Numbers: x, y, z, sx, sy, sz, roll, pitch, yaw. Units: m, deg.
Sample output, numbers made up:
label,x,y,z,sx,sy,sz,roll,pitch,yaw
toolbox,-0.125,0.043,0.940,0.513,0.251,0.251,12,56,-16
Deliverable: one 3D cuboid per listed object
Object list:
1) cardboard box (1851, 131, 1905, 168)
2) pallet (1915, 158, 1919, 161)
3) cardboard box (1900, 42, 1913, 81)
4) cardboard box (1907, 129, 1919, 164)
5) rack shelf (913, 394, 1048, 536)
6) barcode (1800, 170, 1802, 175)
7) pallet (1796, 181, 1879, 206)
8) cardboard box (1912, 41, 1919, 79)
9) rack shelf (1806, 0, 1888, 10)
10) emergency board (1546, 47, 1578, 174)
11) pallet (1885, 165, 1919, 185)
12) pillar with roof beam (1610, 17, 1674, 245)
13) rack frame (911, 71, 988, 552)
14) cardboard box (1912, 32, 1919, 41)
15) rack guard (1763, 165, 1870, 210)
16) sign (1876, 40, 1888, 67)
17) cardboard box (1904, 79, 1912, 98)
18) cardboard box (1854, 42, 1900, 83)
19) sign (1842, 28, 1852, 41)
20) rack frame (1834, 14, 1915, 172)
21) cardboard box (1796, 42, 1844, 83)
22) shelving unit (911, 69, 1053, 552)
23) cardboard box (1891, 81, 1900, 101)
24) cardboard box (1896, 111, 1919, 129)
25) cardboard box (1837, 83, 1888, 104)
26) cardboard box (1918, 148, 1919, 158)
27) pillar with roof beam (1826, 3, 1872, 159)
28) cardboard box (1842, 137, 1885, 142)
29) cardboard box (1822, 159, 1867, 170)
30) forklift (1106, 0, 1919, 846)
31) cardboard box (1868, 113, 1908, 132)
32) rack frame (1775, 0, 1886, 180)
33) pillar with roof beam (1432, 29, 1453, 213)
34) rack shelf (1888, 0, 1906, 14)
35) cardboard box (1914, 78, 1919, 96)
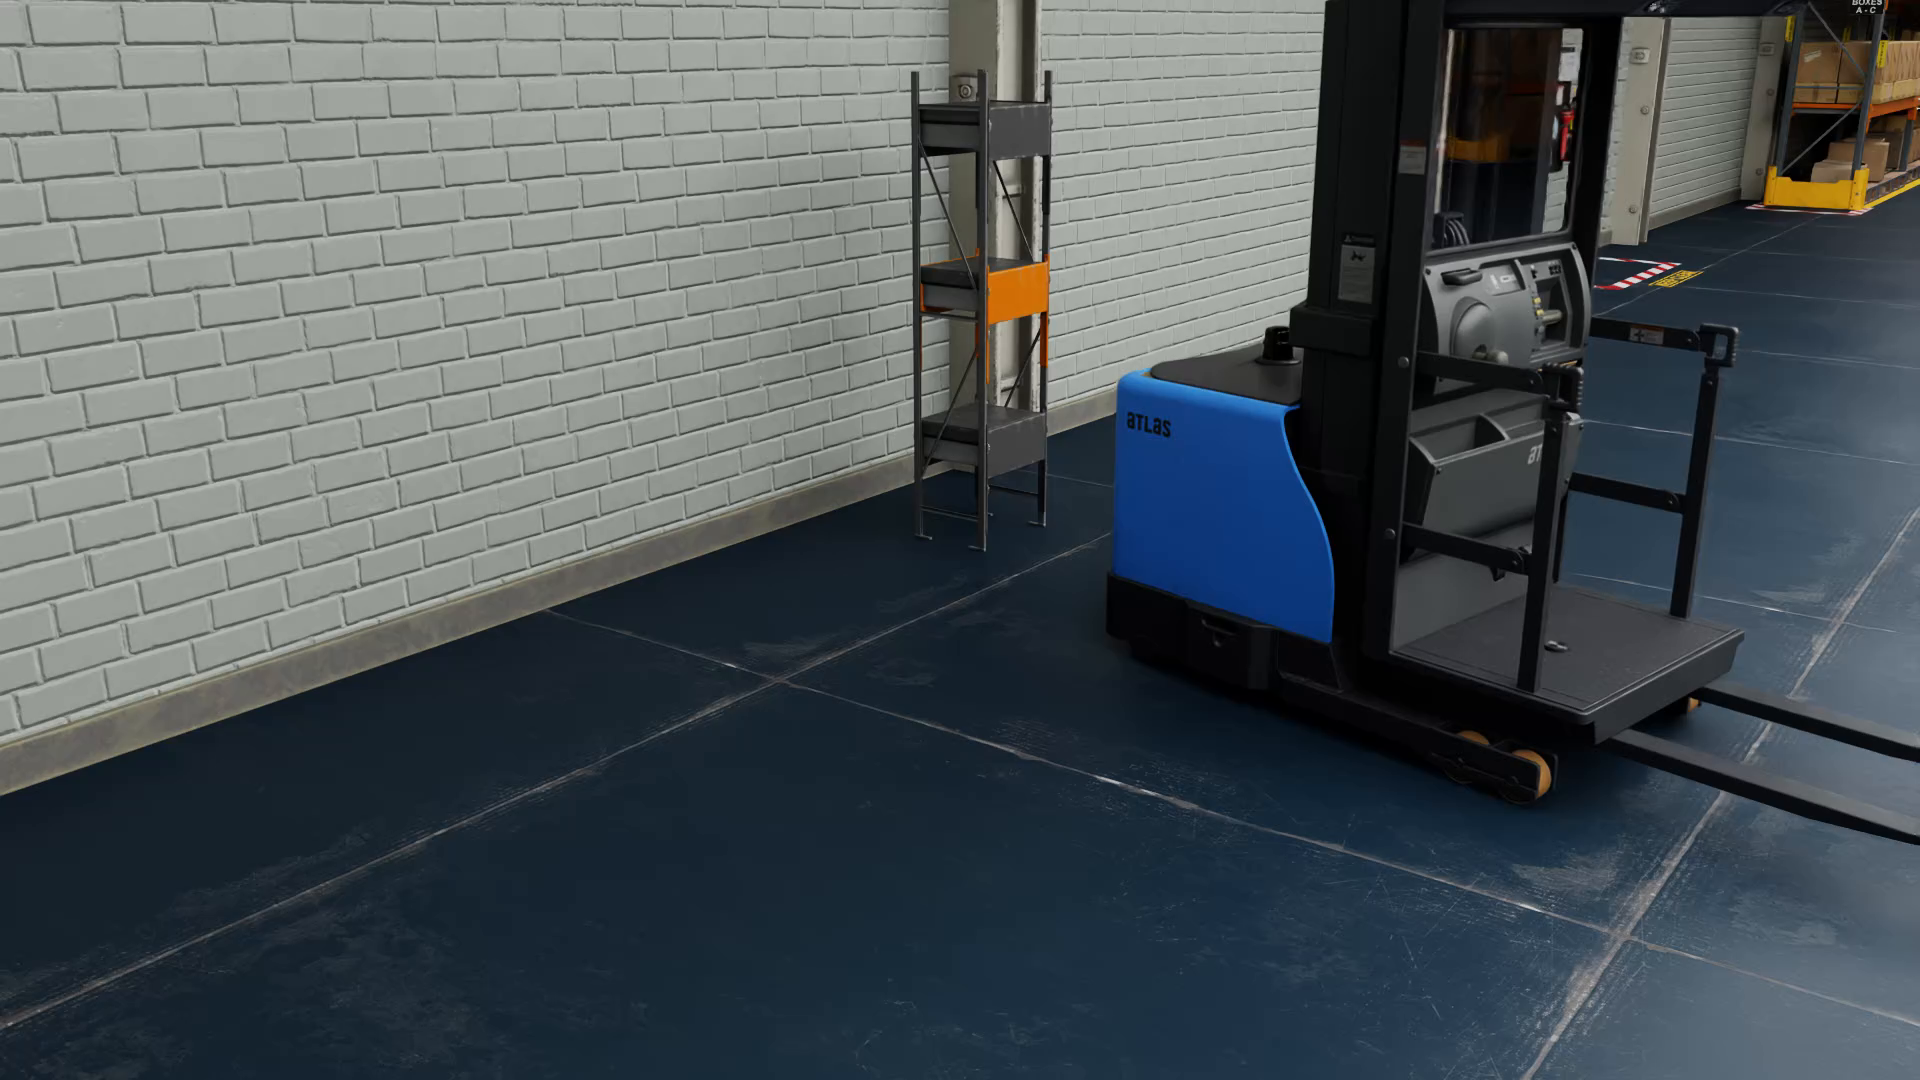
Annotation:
label,x,y,z,sx,sy,sz,roll,pitch,yaw
cardboard box,13.990,-5.957,25.342,0.700,0.500,0.500,13,22,37
pallet,15.481,-6.198,27.346,1.003,0.211,1.213,12,21,35
cardboard box,12.621,-6.529,22.667,0.500,0.500,0.500,13,22,36
cardboard box,14.594,-6.204,26.135,0.700,0.500,0.500,13,21,35
rack shelf,0.099,-0.361,7.771,0.431,0.518,0.480,12,21,35
barcode,11.355,-4.964,22.448,0.001,0.075,0.075,12,21,35
pallet,11.739,-4.684,22.470,1.003,0.211,1.213,12,21,35
cardboard box,13.239,-6.772,23.446,0.500,0.500,0.500,12,21,34
rack shelf,12.373,-7.375,22.591,1.077,0.370,4.000,12,21,35
emergency board,5.826,-4.119,15.948,0.194,1.169,0.643,12,21,35
pallet,14.027,-5.617,25.474,1.003,0.211,1.213,12,21,35
pillar with roof beam,10.786,-6.805,14.483,9.100,9.000,0.400,12,21,35
rack frame,-0.047,-0.984,7.372,0.400,2.100,0.015,12,21,35
cardboard box,15.587,-8.116,26.817,0.380,0.149,0.250,9,19,26
rack guard,11.227,-4.634,21.824,1.175,0.500,0.348,12,21,35
sign,11.617,-6.127,20.958,0.100,0.325,0.005,12,21,35
cardboard box,12.935,-6.294,23.174,0.500,0.250,0.500,12,21,34
cardboard box,12.010,-6.282,21.871,0.500,0.500,0.500,12,21,35
sign,13.117,-7.413,24.604,0.100,0.325,0.005,12,21,35
rack frame,13.565,-6.763,24.463,1.000,3.000,0.127,12,21,35
cardboard box,11.292,-6.256,21.785,0.500,0.500,0.500,12,21,34
shelving unit,0.099,-1.042,7.559,0.431,2.100,0.503,12,21,35
cardboard box,12.333,-6.054,22.401,0.500,0.250,0.500,12,21,34
cardboard box,14.869,-6.661,26.344,0.500,0.250,0.500,12,21,34
cardboard box,11.727,-5.808,21.608,0.500,0.250,0.500,12,21,33
cardboard box,15.161,-6.449,26.925,0.700,0.500,0.500,12,21,35
pillar with roof beam,17.936,-9.663,23.686,9.100,9.000,0.400,12,21,35
cardboard box,12.978,-5.525,23.949,0.500,0.500,0.500,11,20,31
cardboard box,12.006,-5.021,22.645,0.500,0.311,0.500,15,22,39
forklift,1.919,-0.756,5.236,1.130,2.935,3.031,-15,23,-40
cardboard box,14.250,-6.421,25.571,0.500,0.250,0.500,12,21,34
rack frame,11.181,-5.810,21.395,1.000,3.000,0.127,12,21,35
pillar with roof beam,7.211,-5.376,9.881,9.100,9.000,0.400,12,21,35
rack shelf,14.756,-8.328,25.659,1.077,0.370,4.000,12,21,35
cardboard box,13.526,-6.534,23.946,0.500,0.250,0.500,12,21,35
